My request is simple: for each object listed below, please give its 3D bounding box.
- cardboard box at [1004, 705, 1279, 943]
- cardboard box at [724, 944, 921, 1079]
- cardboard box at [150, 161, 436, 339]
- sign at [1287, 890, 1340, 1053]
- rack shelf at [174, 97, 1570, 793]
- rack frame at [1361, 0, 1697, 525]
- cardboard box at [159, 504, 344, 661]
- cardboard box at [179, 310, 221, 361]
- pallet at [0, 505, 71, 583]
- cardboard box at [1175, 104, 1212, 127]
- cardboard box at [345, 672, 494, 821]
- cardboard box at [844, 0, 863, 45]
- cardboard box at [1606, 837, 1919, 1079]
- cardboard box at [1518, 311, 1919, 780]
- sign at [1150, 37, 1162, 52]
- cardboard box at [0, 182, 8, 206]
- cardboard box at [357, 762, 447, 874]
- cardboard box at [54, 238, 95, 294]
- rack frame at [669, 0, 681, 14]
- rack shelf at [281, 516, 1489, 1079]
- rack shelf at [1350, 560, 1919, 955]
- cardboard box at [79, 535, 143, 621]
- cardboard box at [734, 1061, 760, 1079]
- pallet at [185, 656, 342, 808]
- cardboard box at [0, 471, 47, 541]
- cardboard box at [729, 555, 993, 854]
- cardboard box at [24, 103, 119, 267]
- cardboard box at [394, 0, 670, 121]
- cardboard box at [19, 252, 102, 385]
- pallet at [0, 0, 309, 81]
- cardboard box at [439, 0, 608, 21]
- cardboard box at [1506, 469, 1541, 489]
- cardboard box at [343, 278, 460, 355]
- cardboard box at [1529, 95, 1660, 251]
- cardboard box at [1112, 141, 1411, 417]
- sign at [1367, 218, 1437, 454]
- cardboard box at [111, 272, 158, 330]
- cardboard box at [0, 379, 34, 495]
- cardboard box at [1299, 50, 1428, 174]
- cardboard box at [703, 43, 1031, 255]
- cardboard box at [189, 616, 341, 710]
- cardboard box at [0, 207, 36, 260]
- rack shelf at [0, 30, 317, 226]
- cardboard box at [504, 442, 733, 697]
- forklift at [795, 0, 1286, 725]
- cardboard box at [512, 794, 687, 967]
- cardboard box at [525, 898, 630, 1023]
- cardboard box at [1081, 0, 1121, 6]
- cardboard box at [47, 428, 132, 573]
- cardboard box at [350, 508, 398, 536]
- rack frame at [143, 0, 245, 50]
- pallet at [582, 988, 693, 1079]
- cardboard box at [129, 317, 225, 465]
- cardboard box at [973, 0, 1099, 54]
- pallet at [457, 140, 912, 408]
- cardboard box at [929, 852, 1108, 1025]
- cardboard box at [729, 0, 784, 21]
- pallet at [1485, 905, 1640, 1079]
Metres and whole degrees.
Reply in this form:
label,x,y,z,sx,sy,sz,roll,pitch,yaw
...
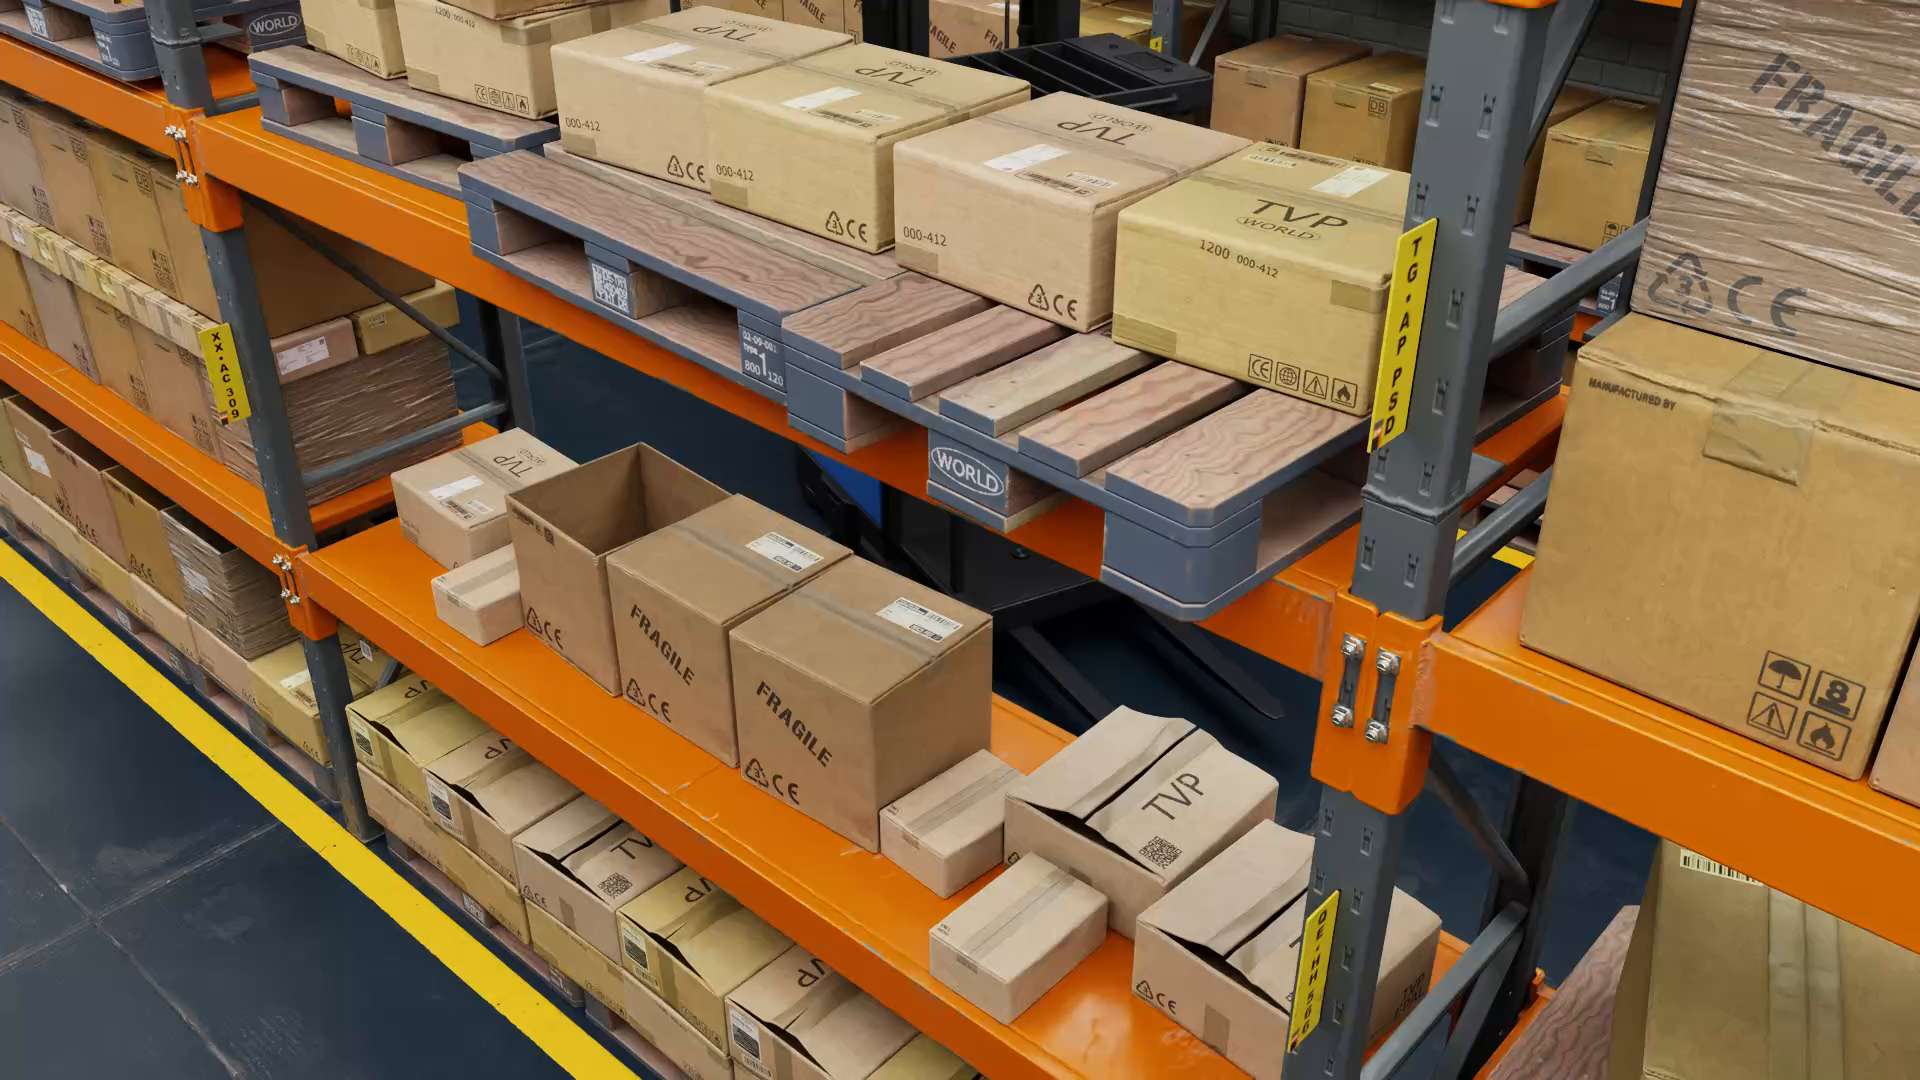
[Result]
label,x,y,z,sx,sy,sz,roll,pitch,yaw
cardboard box,0.462,0.705,4.258,0.500,0.311,0.500,25,39,35
cardboard box,-0.321,1.368,4.785,0.500,0.311,0.500,25,39,35
cardboard box,-2.304,-1.084,5.788,0.500,0.500,0.700,25,39,35
sign,0.625,0.767,2.945,0.005,0.325,0.100,25,39,35
rack shelf,-0.488,-0.619,4.159,4.000,0.370,1.077,25,39,35
rack frame,0.995,-1.520,2.050,0.127,3.000,1.000,25,39,35
cardboard box,-2.824,0.088,6.727,0.500,0.500,0.500,25,39,35
cardboard box,-2.498,-0.754,5.868,0.250,0.149,0.380,24,39,34
pallet,-4.341,-0.276,8.503,1.213,0.211,1.003,25,39,35
cardboard box,1.146,-2.419,9.486,0.500,0.250,0.500,26,39,36
cardboard box,-1.831,0.662,5.958,0.500,0.311,0.500,25,39,35
cardboard box,-0.333,-3.070,9.840,0.500,0.500,0.500,26,40,36
cardboard box,1.538,1.002,3.173,0.500,0.500,0.700,12,33,19
cardboard box,1.341,-0.140,2.569,0.500,0.500,0.910,25,39,35
sign,0.992,-2.391,8.474,0.005,0.325,0.100,25,39,35
cardboard box,-3.792,-1.779,6.941,0.500,0.500,0.700,25,39,35
cardboard box,-1.838,0.898,6.109,0.500,0.250,0.500,24,38,34
cardboard box,-3.256,-1.107,6.455,0.250,0.149,0.380,26,40,36
rack frame,-1.615,-3.614,11.346,0.127,3.000,1.000,25,39,35
rack shelf,-0.488,0.666,4.933,4.000,0.370,1.077,25,39,35
rack shelf,2.478,0.765,1.860,4.000,0.370,1.077,25,39,35
cardboard box,-3.577,0.070,7.485,0.500,0.250,0.500,25,39,35
cardboard box,-0.314,1.607,4.931,0.500,0.250,0.500,26,40,36
pallet,-2.532,0.569,7.100,1.213,0.211,1.003,25,39,35
cardboard box,-4.315,-0.278,8.063,0.500,0.250,0.500,25,39,35
cardboard box,-0.260,0.433,4.526,0.500,0.500,0.500,23,38,33
cardboard box,-3.050,-1.432,6.366,0.500,0.500,0.700,25,39,35
cardboard box,-1.111,-1.329,4.380,0.500,0.250,0.500,21,37,31
cardboard box,-3.449,-1.060,7.006,0.500,0.500,0.700,26,40,36
pallet,-2.620,-1.867,5.620,1.213,0.211,1.003,25,39,35
cardboard box,-1.102,-1.640,4.168,0.500,0.500,0.500,-25,39,-35
cardboard box,3.056,-0.576,8.296,0.500,0.500,0.700,25,39,35
cardboard box,-2.040,-0.822,5.982,0.250,0.149,0.380,25,39,35
cardboard box,3.022,-1.658,7.573,0.500,0.500,0.700,25,39,35
cardboard box,0.621,-0.486,2.979,0.500,0.250,0.500,22,37,32
sign,0.617,-0.281,2.322,0.005,0.325,0.100,25,39,35
cardboard box,-2.889,-0.934,6.167,0.250,0.149,0.380,25,39,35
cardboard box,-4.316,-0.599,7.868,0.500,0.500,0.500,25,39,35
cardboard box,2.115,-2.076,8.267,0.700,0.500,0.500,-25,39,-35
cardboard box,-0.196,-0.863,3.605,0.500,0.250,0.500,24,39,34
cardboard box,-2.825,0.410,6.920,0.500,0.250,0.500,25,39,35
cardboard box,-3.651,-1.289,6.757,0.250,0.149,0.380,25,39,36
rack shelf,-3.454,-2.003,6.459,4.000,0.370,1.077,25,39,35
cardboard box,-1.022,0.077,5.117,0.500,0.500,0.500,-26,40,-36
forklift,0.297,-0.971,7.021,1.130,2.935,3.031,-15,34,-24
cardboard box,-1.079,1.016,5.370,0.500,0.311,0.500,24,38,34
cardboard box,-1.074,1.254,5.518,0.500,0.250,0.500,24,38,34
cardboard box,0.761,-2.919,9.589,0.500,0.500,0.500,25,39,35
cardboard box,-3.578,-0.251,7.291,0.500,0.500,0.500,25,39,35
cardboard box,-2.104,0.062,6.770,0.500,0.500,0.500,25,39,35
rack frame,-1.971,-2.905,4.350,0.127,3.000,1.000,25,39,35
pallet,-0.489,1.522,5.516,1.213,0.211,1.003,25,39,35
cardboard box,-2.699,-0.708,6.422,0.500,0.500,0.700,25,39,35
cardboard box,0.419,-2.711,9.245,0.500,0.500,0.500,25,39,35
pallet,-0.399,-0.741,3.847,1.213,0.211,1.003,27,40,37
cardboard box,0.143,0.952,4.004,0.250,0.149,0.380,25,39,35
cardboard box,-1.103,-3.425,10.430,0.500,0.500,0.500,25,39,35
pallet,1.545,1.340,3.302,1.003,0.211,1.213,25,39,35
